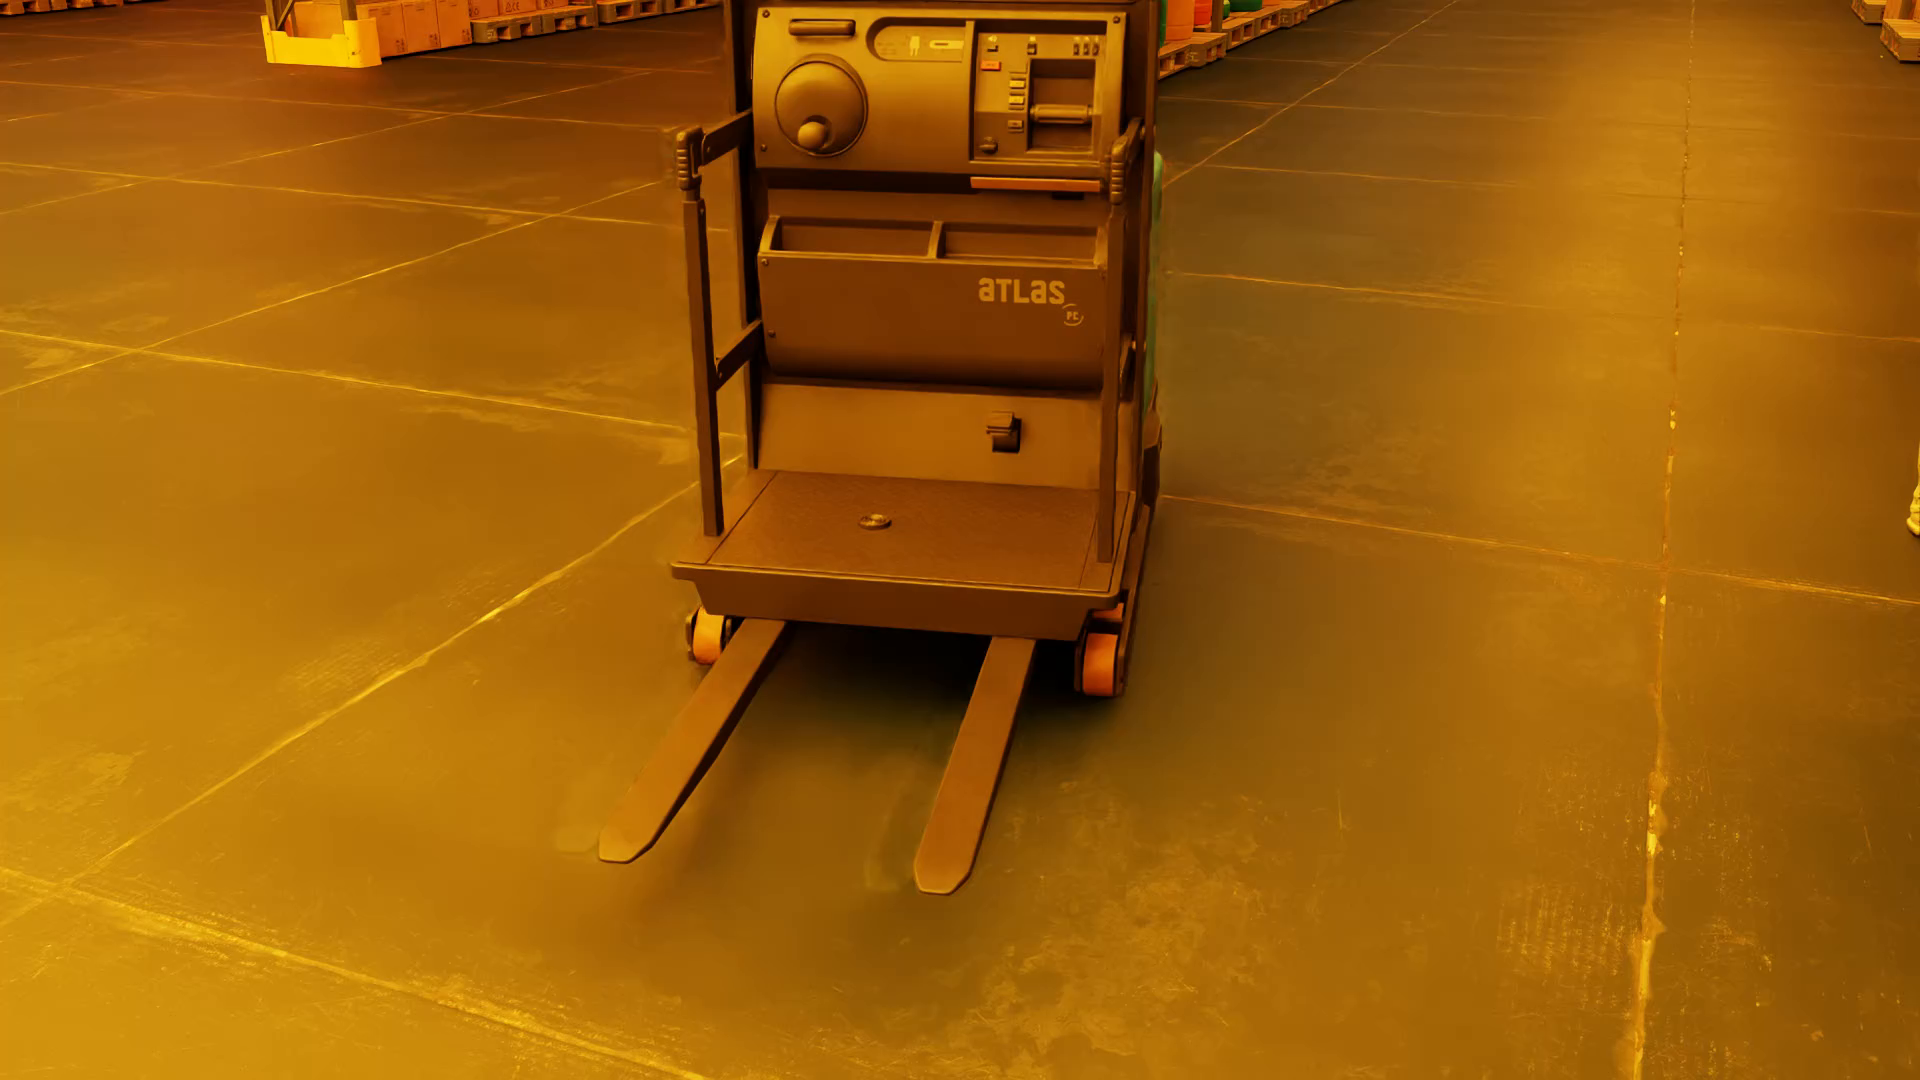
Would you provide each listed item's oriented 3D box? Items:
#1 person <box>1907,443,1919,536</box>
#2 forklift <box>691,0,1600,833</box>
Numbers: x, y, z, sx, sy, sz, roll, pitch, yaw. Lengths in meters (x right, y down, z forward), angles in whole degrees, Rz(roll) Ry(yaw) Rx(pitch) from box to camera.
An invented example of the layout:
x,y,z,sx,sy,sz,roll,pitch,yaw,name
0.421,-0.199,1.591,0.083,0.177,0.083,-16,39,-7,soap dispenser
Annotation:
x,y,z,sx,sy,sz,roll,pitch,yaw,name
3.157,-0.832,4.868,0.585,1.694,0.532,-5,23,-12,person
0.310,-1.161,4.070,1.130,2.935,3.031,-12,26,-27,forklift
